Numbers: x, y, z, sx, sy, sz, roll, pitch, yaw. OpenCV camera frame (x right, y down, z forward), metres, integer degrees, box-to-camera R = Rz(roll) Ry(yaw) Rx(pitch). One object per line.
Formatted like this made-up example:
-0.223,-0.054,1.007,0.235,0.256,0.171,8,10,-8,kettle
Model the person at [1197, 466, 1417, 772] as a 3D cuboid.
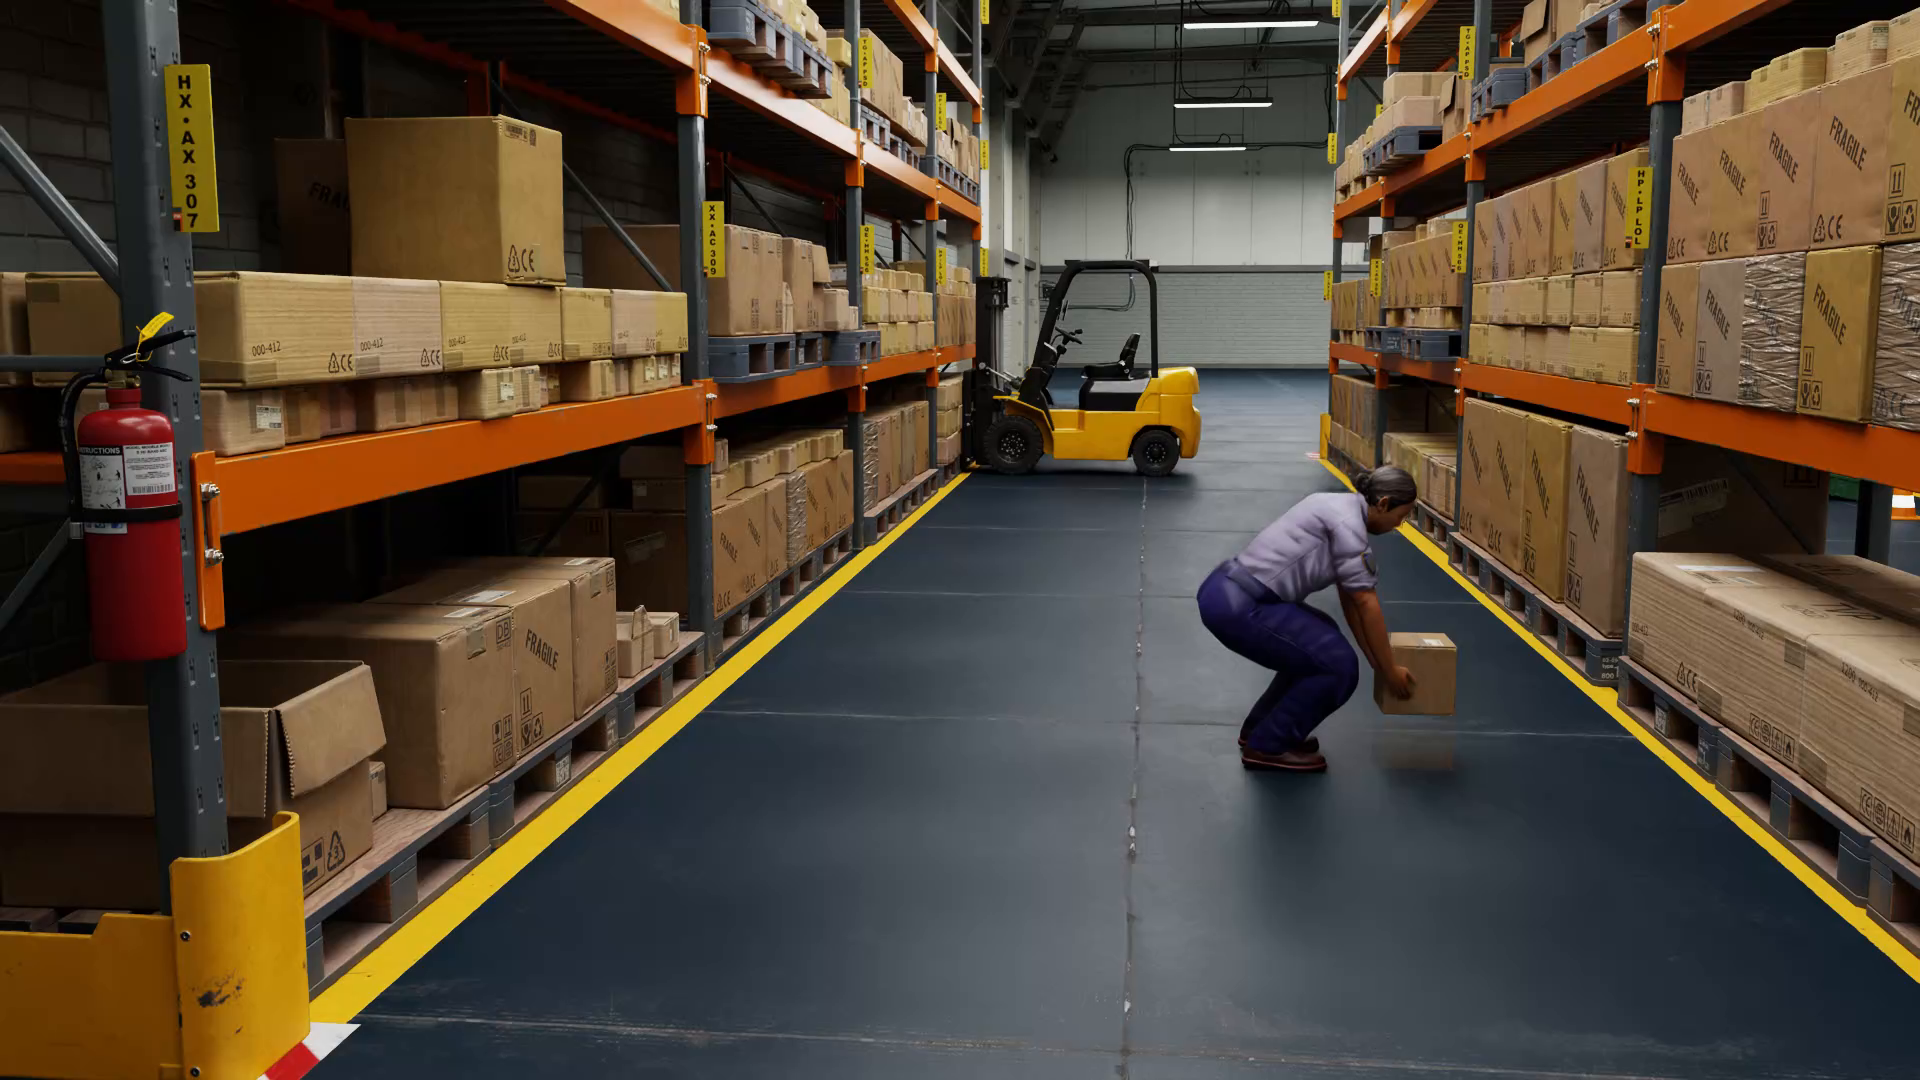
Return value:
1.250,0.267,6.037,0.773,1.076,0.536,1,8,6,person
